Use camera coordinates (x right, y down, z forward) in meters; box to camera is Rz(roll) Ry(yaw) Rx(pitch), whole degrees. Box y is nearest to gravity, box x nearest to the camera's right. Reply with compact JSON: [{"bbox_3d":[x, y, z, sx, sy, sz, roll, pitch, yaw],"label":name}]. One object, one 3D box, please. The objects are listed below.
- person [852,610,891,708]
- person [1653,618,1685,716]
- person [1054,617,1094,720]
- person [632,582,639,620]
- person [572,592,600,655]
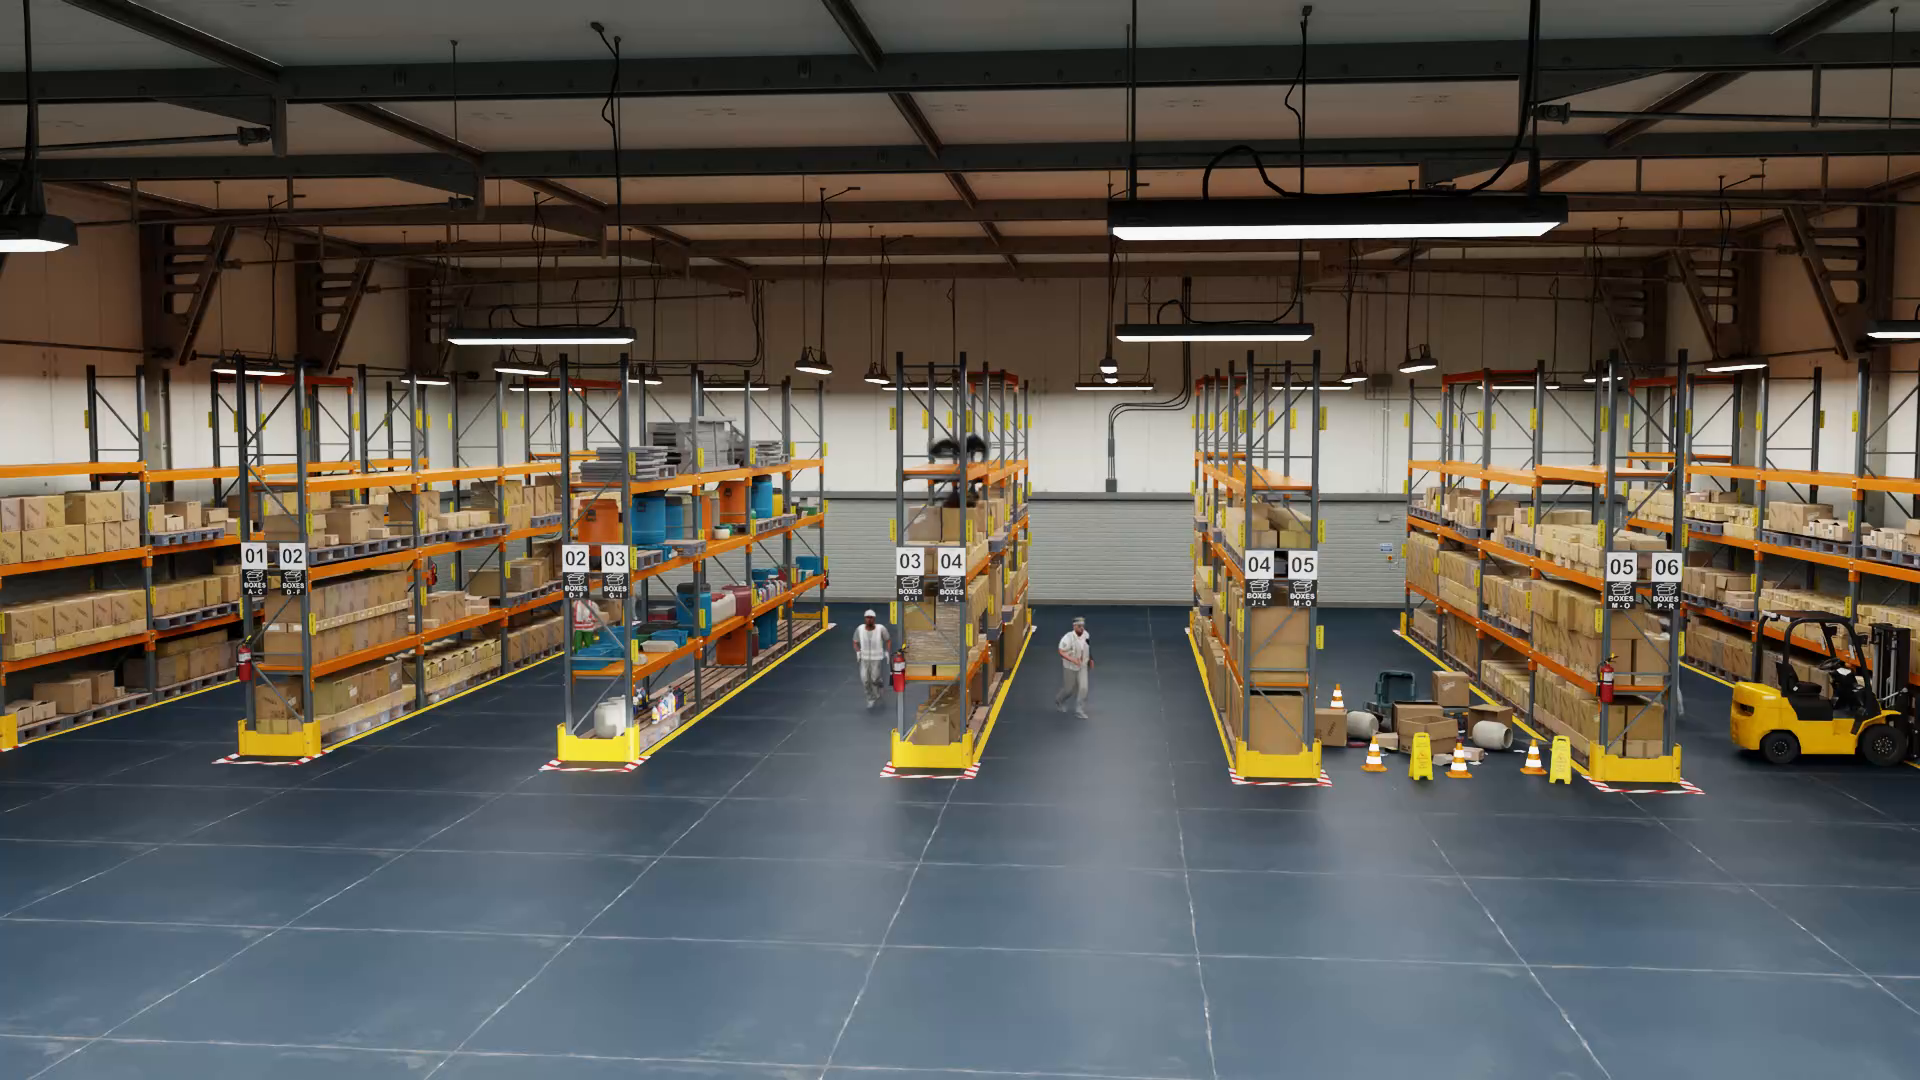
[{"bbox_3d":[-1.550,2.076,29.077,0.678,1.724,0.642,0,4,6],"label":"person"},{"bbox_3d":[12.005,2.181,28.217,0.598,1.660,0.941,0,4,-2],"label":"person"},{"bbox_3d":[1.909,2.143,28.181,0.661,1.739,0.877,-2,4,-25],"label":"person"},{"bbox_3d":[-8.522,1.167,42.278,0.922,1.694,0.551,3,5,36],"label":"person"},{"bbox_3d":[-7.375,1.794,32.562,0.641,1.782,0.696,-1,4,-9],"label":"person"}]
